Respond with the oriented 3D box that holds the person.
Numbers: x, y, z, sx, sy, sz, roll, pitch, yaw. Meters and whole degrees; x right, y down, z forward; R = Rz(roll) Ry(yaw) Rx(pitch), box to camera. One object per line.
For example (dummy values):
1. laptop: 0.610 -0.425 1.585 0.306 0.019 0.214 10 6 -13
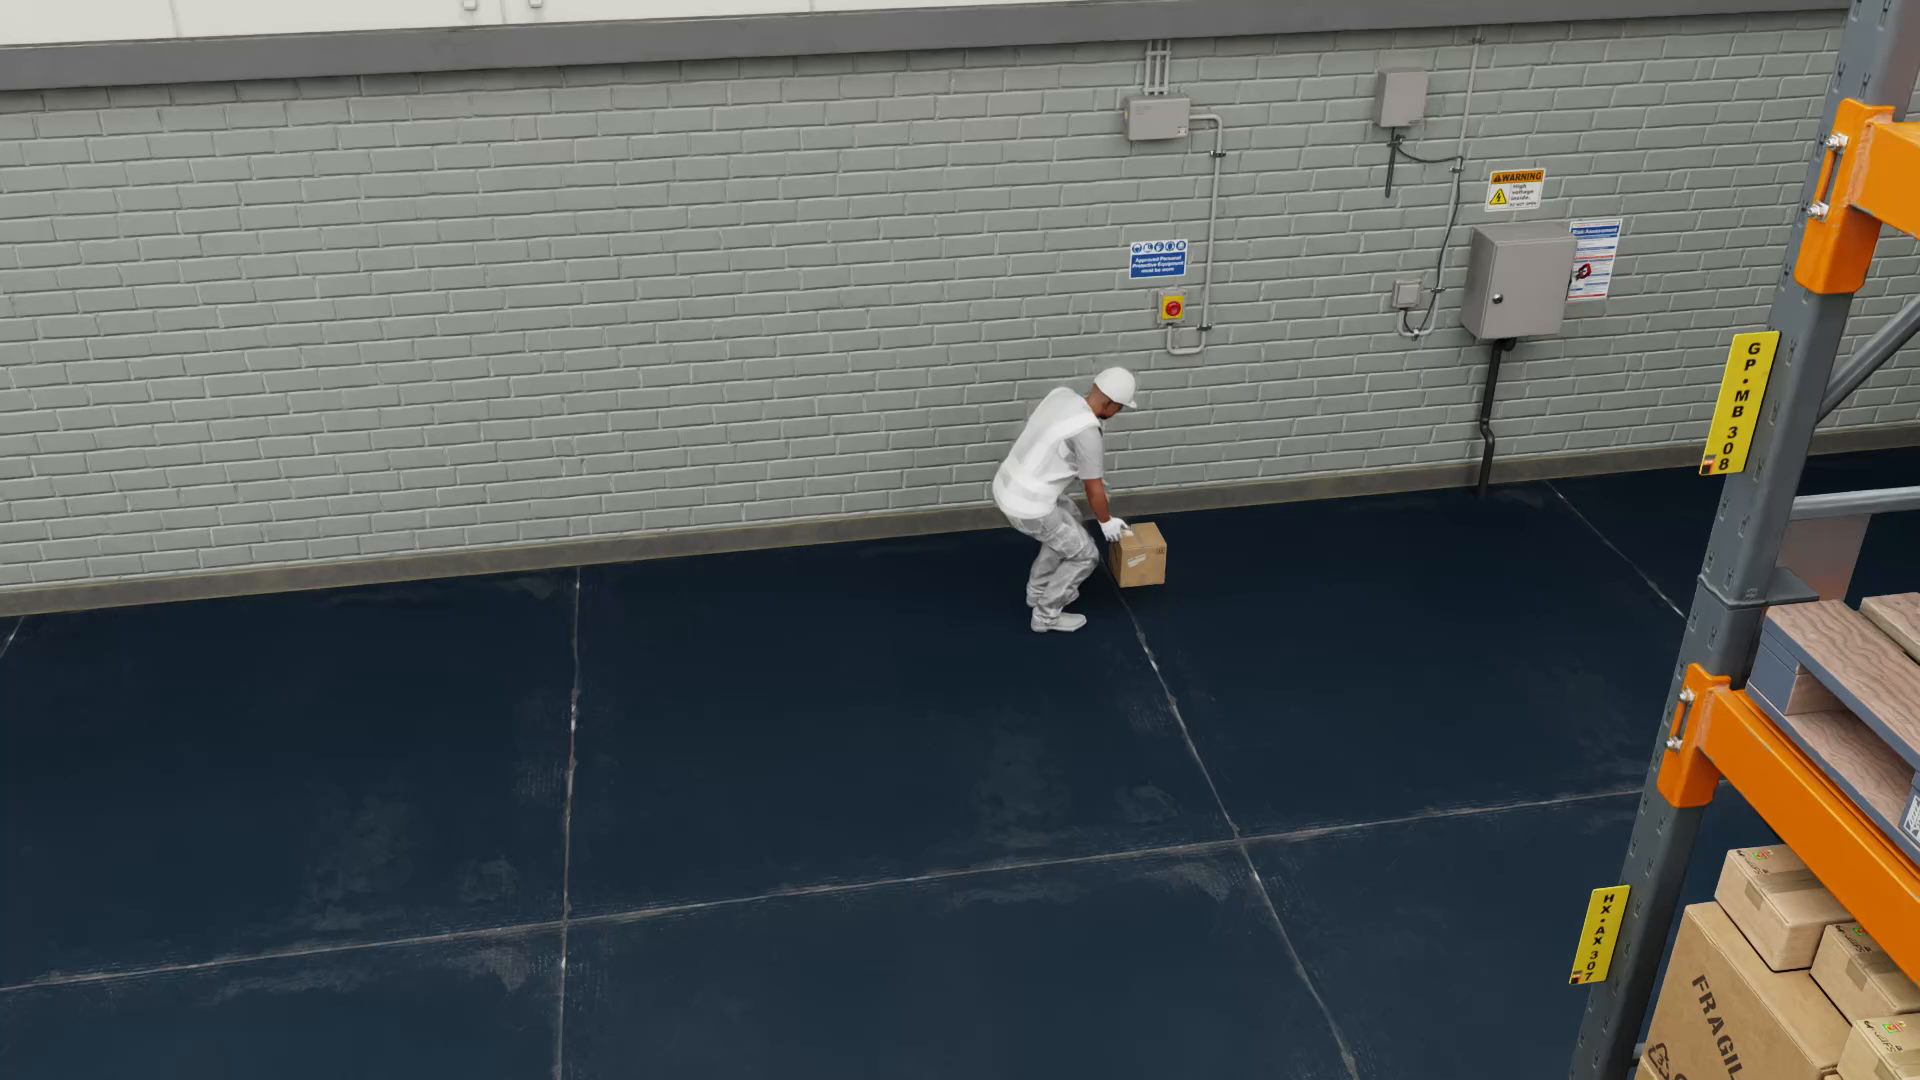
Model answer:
1. person: 0.548 -0.238 8.865 0.755 1.441 0.612 -5 31 -9
